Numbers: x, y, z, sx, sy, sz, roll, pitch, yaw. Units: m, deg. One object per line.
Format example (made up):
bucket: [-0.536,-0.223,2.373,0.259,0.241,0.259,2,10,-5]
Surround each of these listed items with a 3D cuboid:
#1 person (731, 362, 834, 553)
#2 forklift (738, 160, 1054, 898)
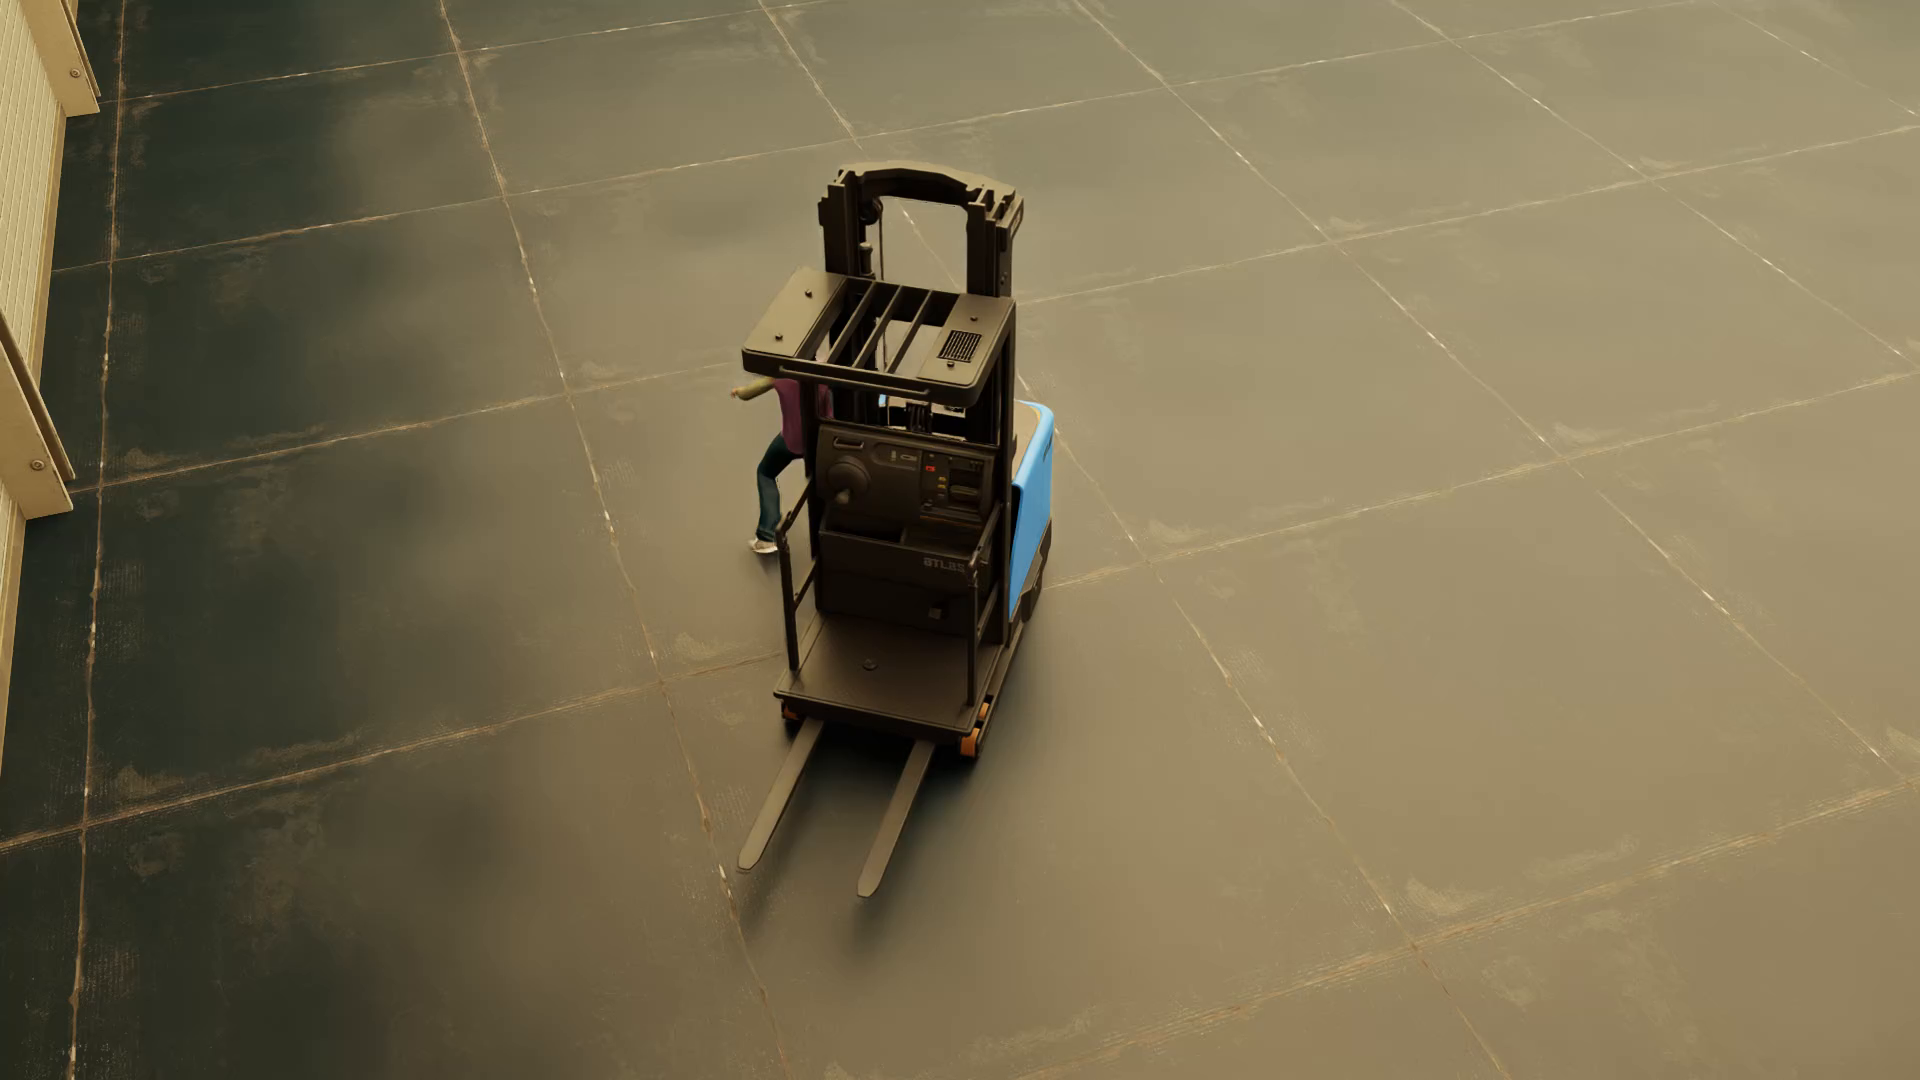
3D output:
person: [-0.943,-0.692,10.041,0.872,1.469,0.825,-3,40,-3]
forklift: [-0.340,-0.246,8.289,1.130,2.935,3.031,10,41,12]
